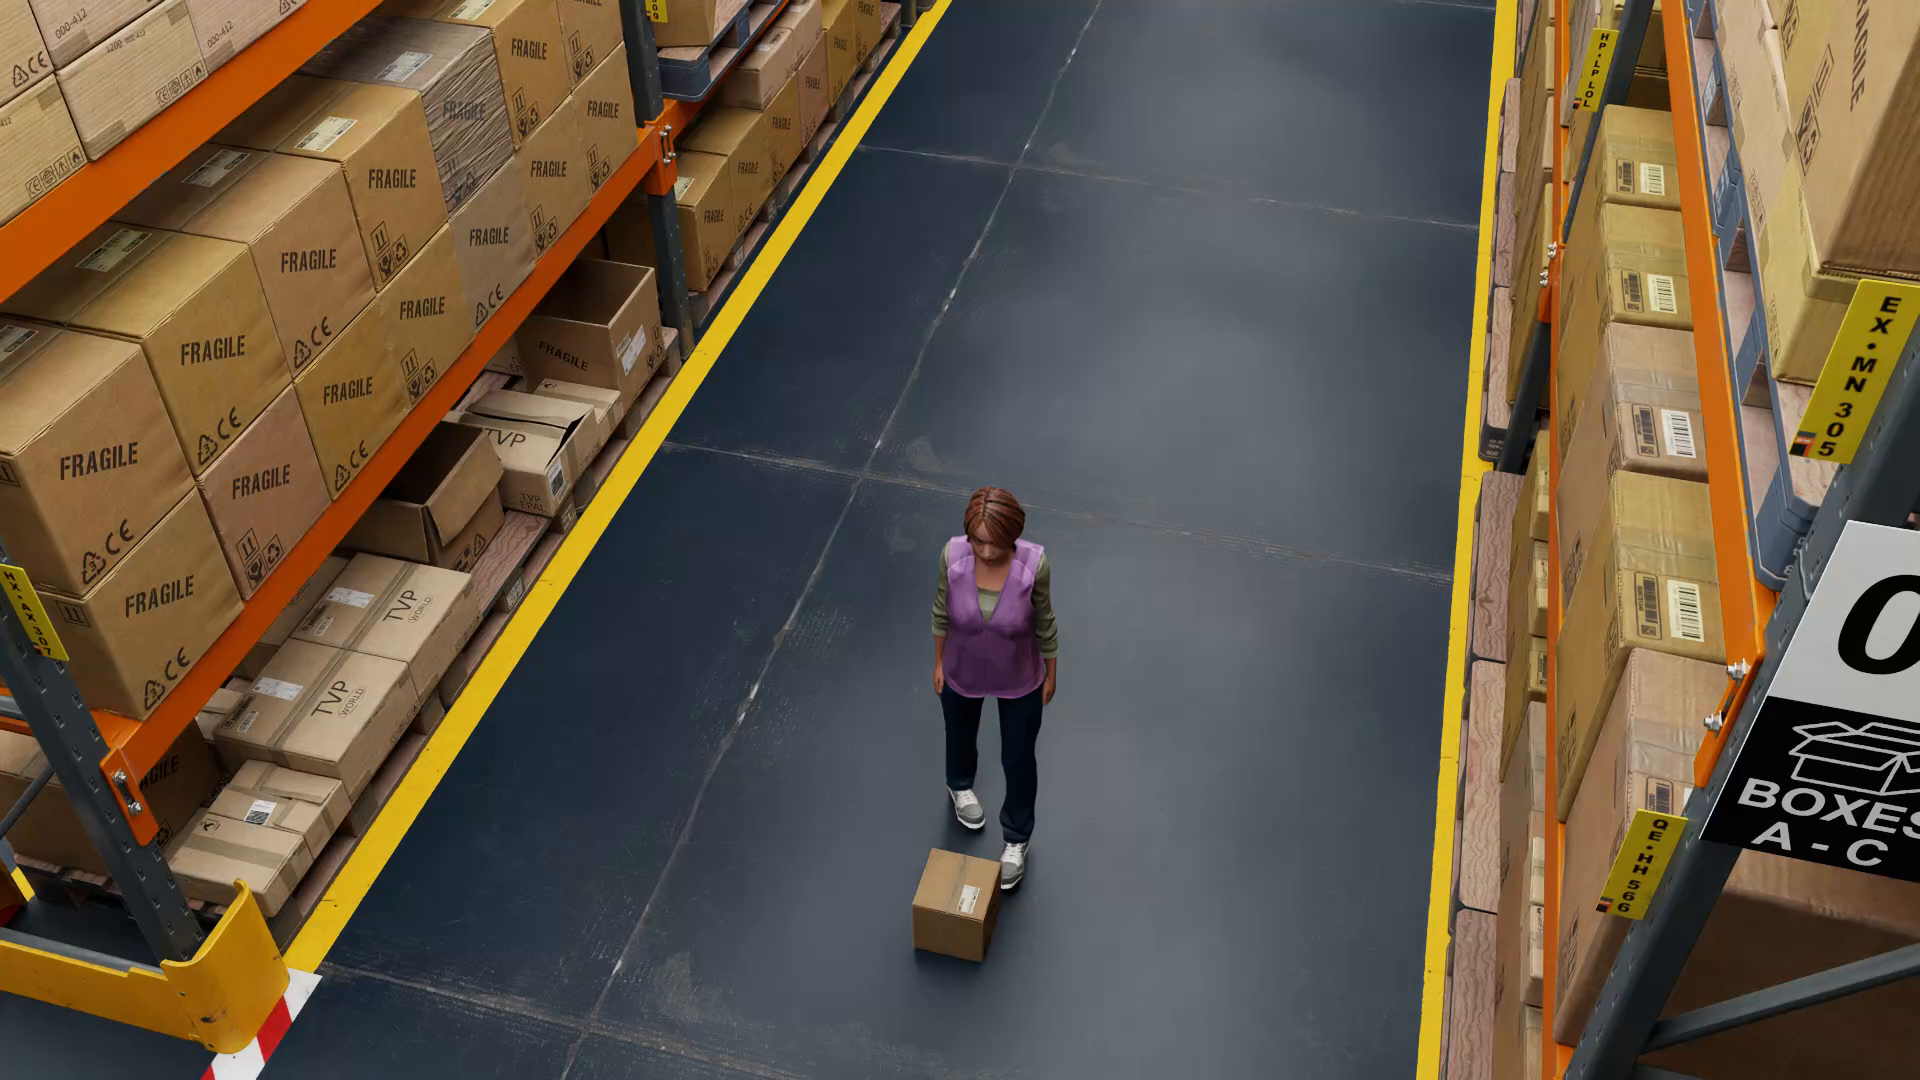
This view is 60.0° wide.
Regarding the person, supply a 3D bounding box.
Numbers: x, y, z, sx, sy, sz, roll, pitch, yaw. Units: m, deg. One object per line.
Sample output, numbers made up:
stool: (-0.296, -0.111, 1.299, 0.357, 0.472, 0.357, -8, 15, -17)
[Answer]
person: (0.106, 0.488, 5.613, 0.433, 1.601, 0.528, 6, 42, 7)
